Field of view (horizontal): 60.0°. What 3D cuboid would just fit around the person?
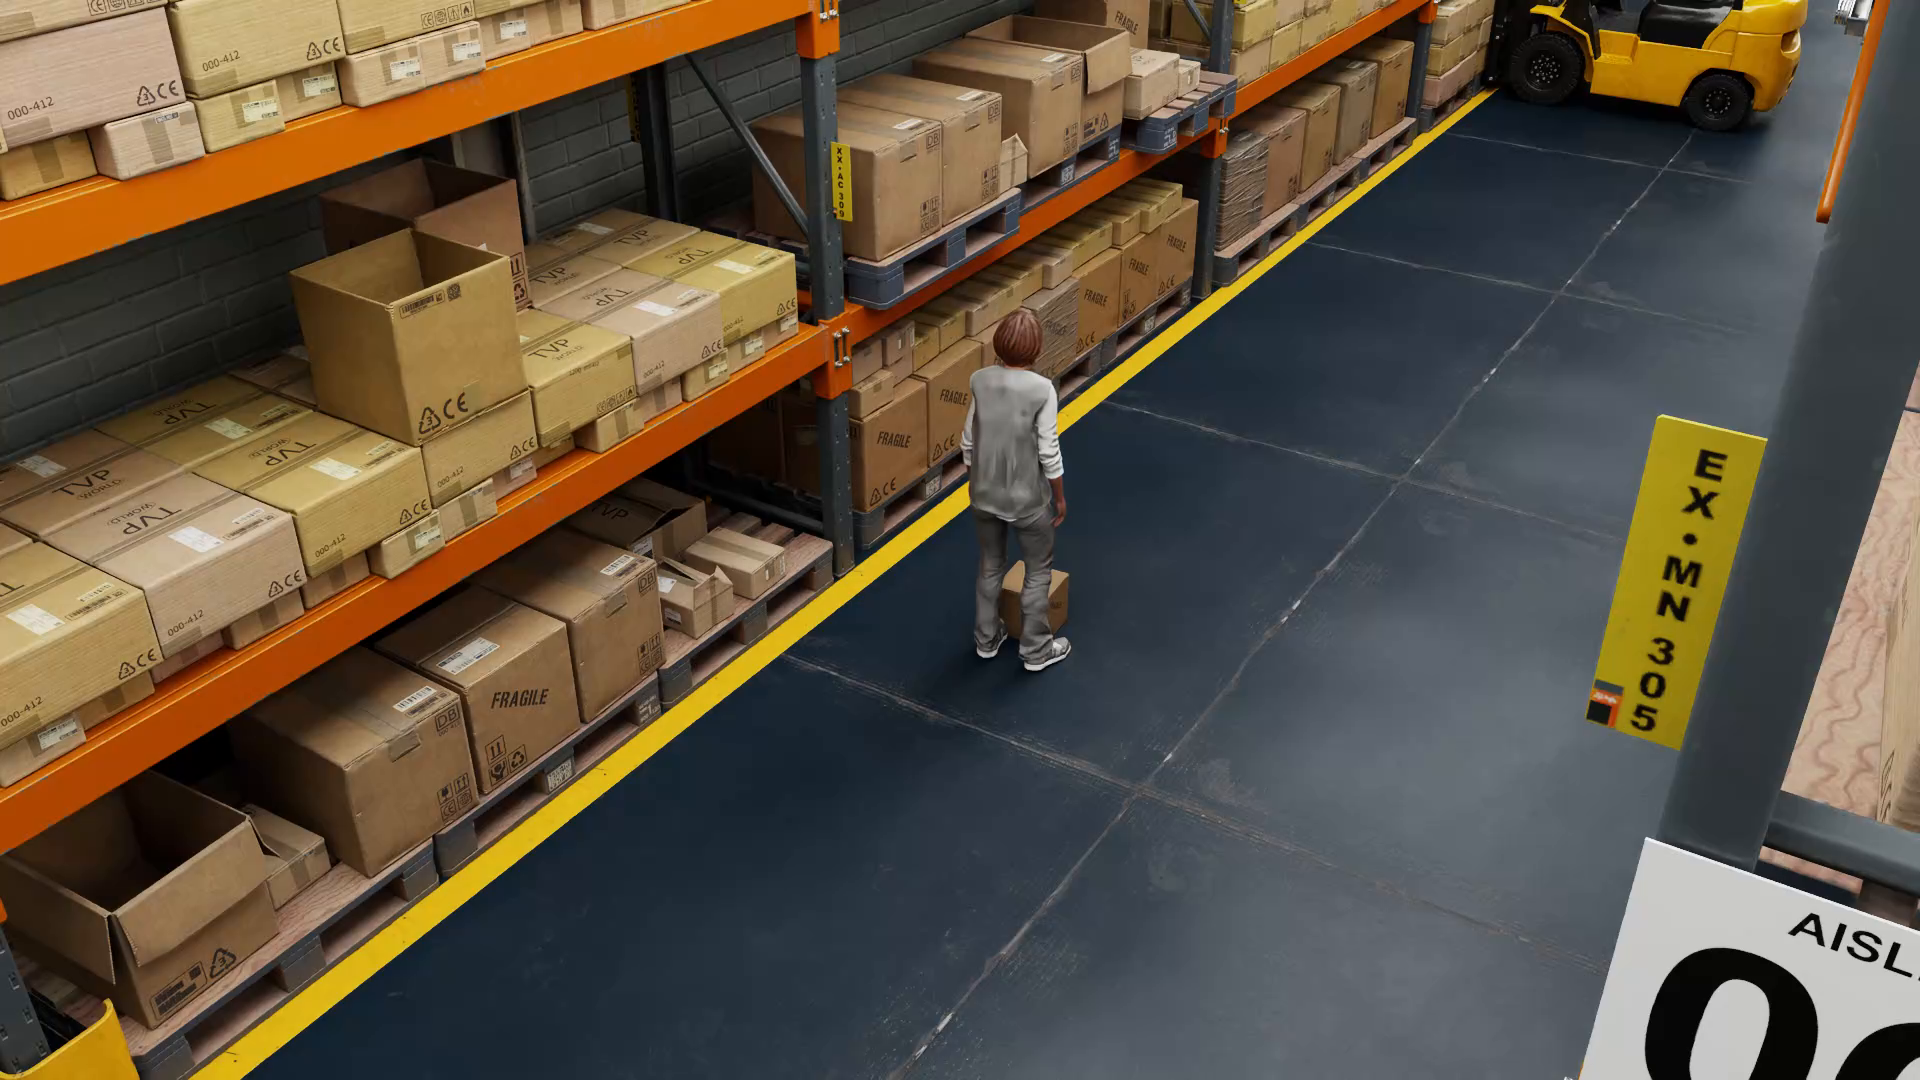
[{"bbox_3d":[0.225,-0.183,6.948,0.467,1.593,0.349,16,34,24],"label":"person"}]
